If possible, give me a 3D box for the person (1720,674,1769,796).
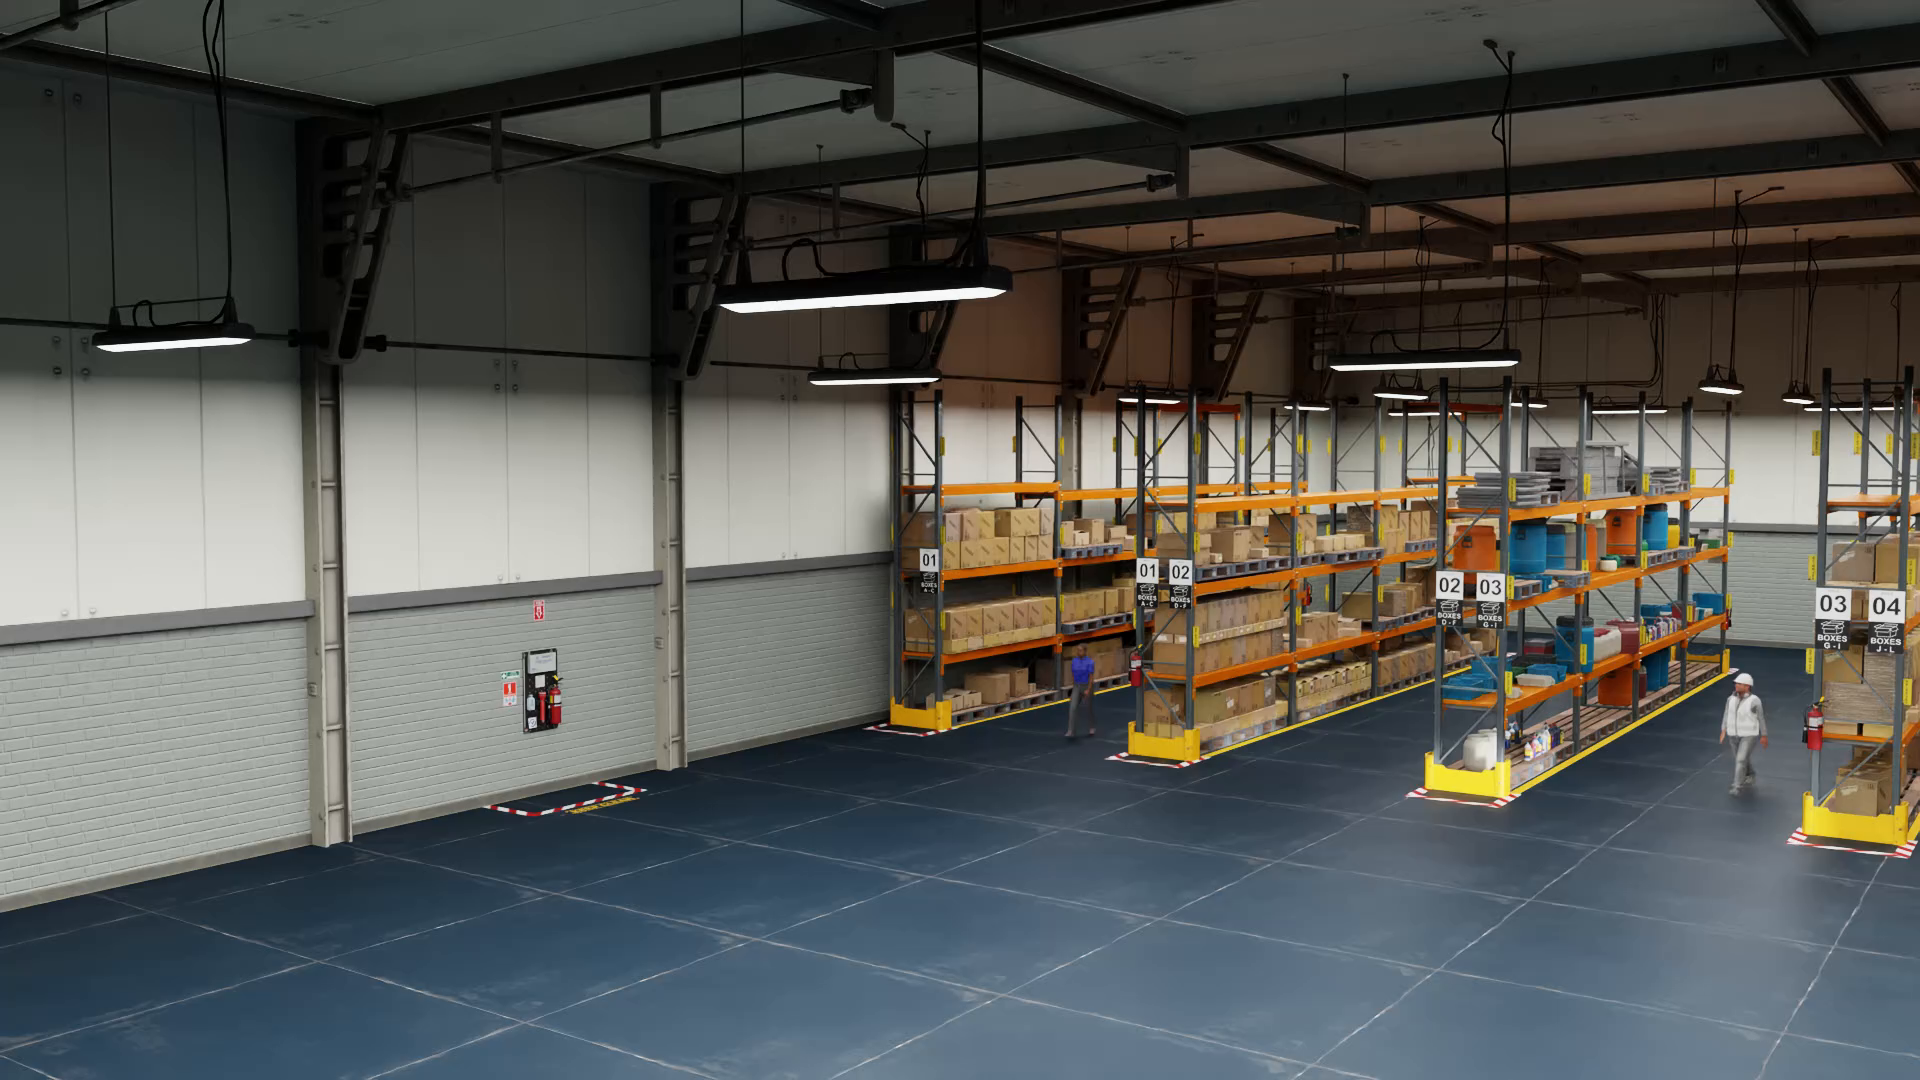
[{"bbox_3d":[11.285,2.786,23.956,1.075,1.723,0.601,-2,4,-38],"label":"person"}]

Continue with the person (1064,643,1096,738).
[{"bbox_3d":[2.085,2.571,28.528,0.464,1.602,1.002,1,4,25],"label":"person"}]
